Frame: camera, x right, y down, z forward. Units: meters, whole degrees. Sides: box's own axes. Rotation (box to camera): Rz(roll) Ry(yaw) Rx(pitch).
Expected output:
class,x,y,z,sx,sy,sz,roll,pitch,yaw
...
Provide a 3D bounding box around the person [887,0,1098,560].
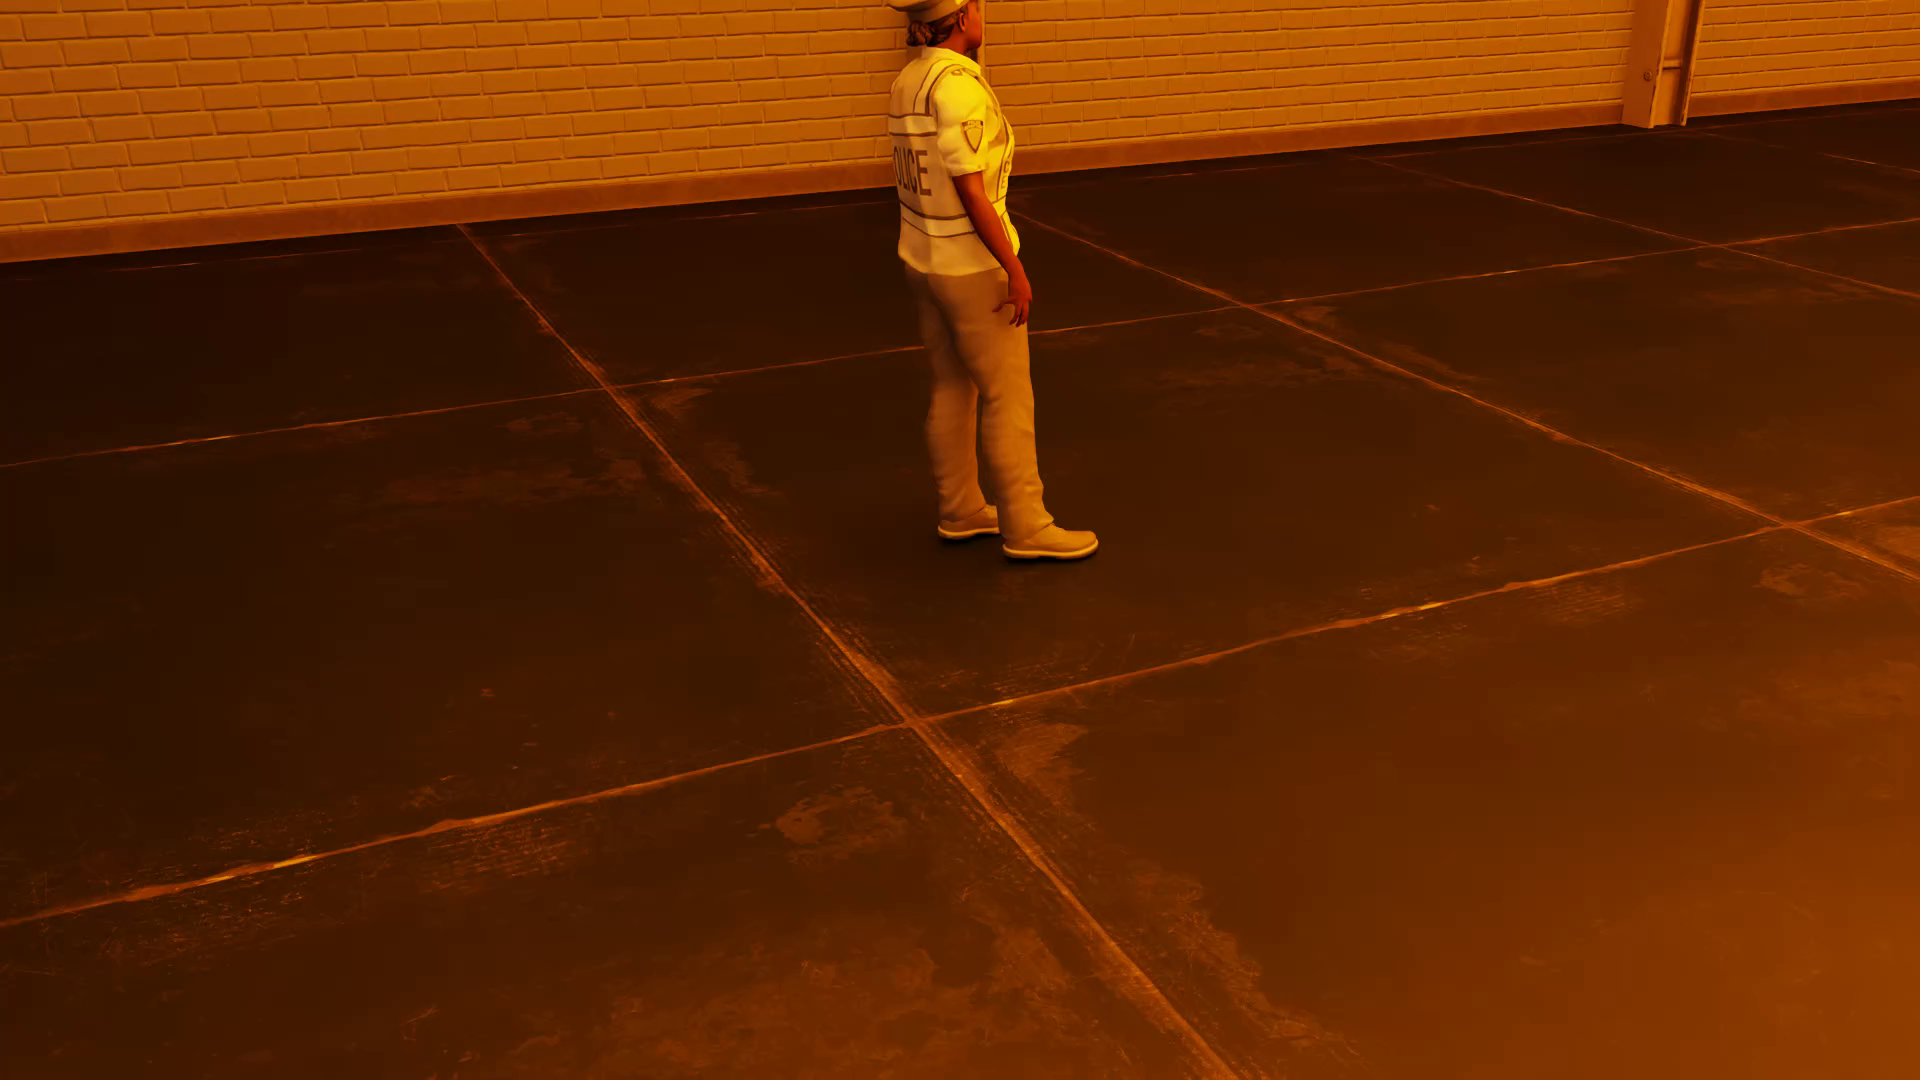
class,x,y,z,sx,sy,sz,roll,pitch,yaw
person,0.076,-0.794,4.791,0.530,1.695,0.569,-10,25,-23
